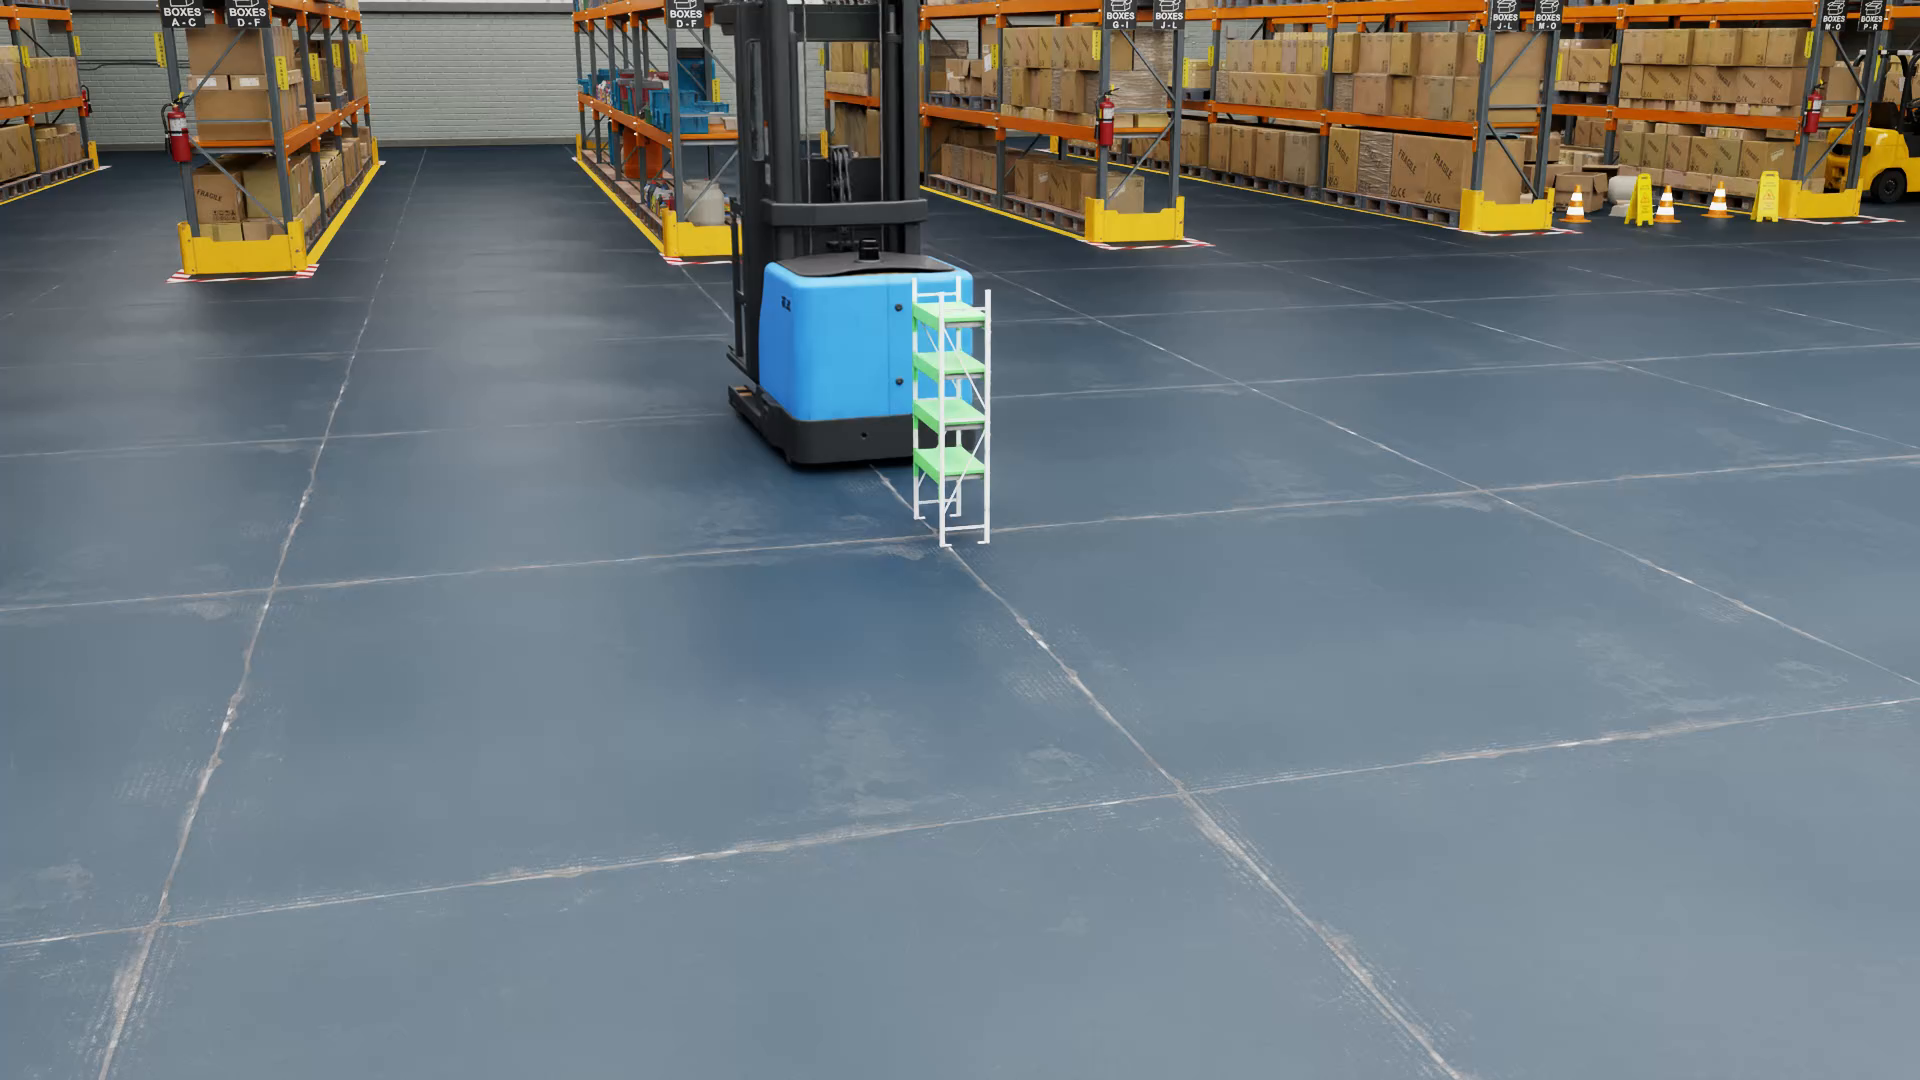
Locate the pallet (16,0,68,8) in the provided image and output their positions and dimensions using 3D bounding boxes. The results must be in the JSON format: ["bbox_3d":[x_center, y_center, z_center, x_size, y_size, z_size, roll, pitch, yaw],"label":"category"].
[{"bbox_3d":[-16.362,-9.467,29.195,1.003,0.211,1.213,-5,17,-15],"label":"pallet"}]

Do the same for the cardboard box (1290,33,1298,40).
[{"bbox_3d":[7.263,-10.734,35.433,0.380,0.149,0.250,-5,18,-17],"label":"cardboard box"}]

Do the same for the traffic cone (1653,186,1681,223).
[{"bbox_3d":[9.305,-4.430,21.896,0.336,0.463,0.334,-5,17,-15],"label":"traffic cone"}]

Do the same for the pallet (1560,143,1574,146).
[{"bbox_3d":[12.924,-8.377,35.474,1.003,0.211,1.213,-5,17,-15],"label":"pallet"}]

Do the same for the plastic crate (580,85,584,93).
[{"bbox_3d":[-7.104,-8.586,31.675,0.250,0.136,0.298,-5,17,-15],"label":"plastic crate"}]

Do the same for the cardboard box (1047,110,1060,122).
[{"bbox_3d":[1.319,-5.375,21.070,0.380,0.149,0.250,-5,17,-15],"label":"cardboard box"}]

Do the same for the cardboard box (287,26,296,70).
[{"bbox_3d":[-8.388,-5.898,19.943,0.700,0.500,0.500,-5,17,-15],"label":"cardboard box"}]

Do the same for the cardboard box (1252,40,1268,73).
[{"bbox_3d":[5.105,-7.724,26.539,0.700,0.500,0.500,-5,17,-16],"label":"cardboard box"}]

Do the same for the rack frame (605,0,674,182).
[{"bbox_3d":[-4.852,-6.848,25.535,1.000,3.000,0.127,-5,17,-15],"label":"rack frame"}]

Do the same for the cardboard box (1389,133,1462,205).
[{"bbox_3d":[6.412,-5.000,22.346,0.875,0.875,0.875,-5,17,-16],"label":"cardboard box"}]

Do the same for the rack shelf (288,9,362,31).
[{"bbox_3d":[-11.264,-9.209,29.432,1.077,0.370,4.000,-5,17,-15],"label":"rack shelf"}]

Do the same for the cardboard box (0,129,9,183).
[{"bbox_3d":[-14.688,-5.693,24.696,0.750,0.750,0.750,-5,17,-16],"label":"cardboard box"}]

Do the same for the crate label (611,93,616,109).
[{"bbox_3d":[-5.096,-6.621,25.072,0.303,0.233,0.416,-5,17,-15],"label":"crate label"}]

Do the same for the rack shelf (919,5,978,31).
[{"bbox_3d":[-0.639,-8.885,28.352,1.077,0.370,4.000,-5,17,-15],"label":"rack shelf"}]

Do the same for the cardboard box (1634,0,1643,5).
[{"bbox_3d":[10.387,-8.126,25.013,0.380,0.149,0.250,-5,17,-16],"label":"cardboard box"}]

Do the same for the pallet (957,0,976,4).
[{"bbox_3d":[0.655,-7.945,24.301,1.213,0.211,1.003,-5,17,-15],"label":"pallet"}]

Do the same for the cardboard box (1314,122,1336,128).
[{"bbox_3d":[8.024,-8.533,34.869,0.875,0.438,0.875,-5,17,-17],"label":"cardboard box"}]

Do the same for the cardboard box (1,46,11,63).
[{"bbox_3d":[-14.971,-7.479,25.607,0.500,0.250,0.500,-4,17,-14],"label":"cardboard box"}]

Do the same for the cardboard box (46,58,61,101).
[{"bbox_3d":[-16.015,-7.869,28.413,0.980,0.700,0.700,-6,18,-18],"label":"cardboard box"}]

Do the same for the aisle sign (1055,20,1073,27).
[{"bbox_3d":[2.200,-11.058,35.032,0.394,0.787,0.004,-5,17,-15],"label":"aisle sign"}]

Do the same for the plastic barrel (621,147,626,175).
[{"bbox_3d":[-5.243,-6.141,26.775,0.421,0.512,0.421,0,17,0],"label":"plastic barrel"}]

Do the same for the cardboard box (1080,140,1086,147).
[{"bbox_3d":[2.682,-8.130,34.028,0.380,0.149,0.250,-6,18,-18],"label":"cardboard box"}]

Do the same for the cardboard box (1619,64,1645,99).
[{"bbox_3d":[10.391,-6.963,25.228,0.500,0.500,0.500,-5,17,-15],"label":"cardboard box"}]

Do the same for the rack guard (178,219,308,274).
[{"bbox_3d":[-7.410,-3.041,17.205,1.175,0.500,0.348,-5,17,-15],"label":"rack guard"}]

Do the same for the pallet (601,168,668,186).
[{"bbox_3d":[-5.440,-6.064,27.772,1.003,0.211,1.213,-5,17,-15],"label":"pallet"}]

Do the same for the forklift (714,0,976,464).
[{"bbox_3d":[-0.853,-2.203,10.191,1.130,2.935,3.031,-5,18,-17],"label":"forklift"}]

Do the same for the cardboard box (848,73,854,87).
[{"bbox_3d":[-1.847,-8.802,31.784,0.500,0.250,0.500,-4,17,-14],"label":"cardboard box"}]

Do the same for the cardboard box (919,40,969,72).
[{"bbox_3d":[-0.275,-7.971,27.357,0.797,0.503,0.637,-4,17,-13],"label":"cardboard box"}]

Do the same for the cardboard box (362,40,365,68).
[{"bbox_3d":[-11.427,-9.095,31.106,0.500,0.500,0.500,-5,17,-16],"label":"cardboard box"}]

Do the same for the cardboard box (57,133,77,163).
[{"bbox_3d":[-16.150,-6.957,29.514,0.700,0.500,0.500,-5,17,-15],"label":"cardboard box"}]

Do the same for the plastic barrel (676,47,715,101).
[{"bbox_3d":[-3.567,-6.112,22.215,0.600,0.901,0.708,-5,17,-15],"label":"plastic barrel"}]

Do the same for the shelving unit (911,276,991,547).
[{"bbox_3d":[-0.045,-0.620,7.932,0.258,1.200,0.503,-5,17,-15],"label":"shelving unit"}]

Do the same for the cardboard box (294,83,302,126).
[{"bbox_3d":[-8.388,-5.276,20.130,0.700,0.500,0.500,-5,17,-17],"label":"cardboard box"}]

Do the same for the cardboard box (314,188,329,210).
[{"bbox_3d":[-8.389,-4.366,21.323,0.500,0.250,0.500,-5,17,-17],"label":"cardboard box"}]

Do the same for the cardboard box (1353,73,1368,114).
[{"bbox_3d":[6.093,-6.318,23.509,0.875,0.550,0.550,-5,17,-15],"label":"cardboard box"}]

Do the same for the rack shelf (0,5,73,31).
[{"bbox_3d":[-16.026,-8.816,28.124,1.077,0.370,4.000,-5,17,-15],"label":"rack shelf"}]

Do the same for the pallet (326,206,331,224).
[{"bbox_3d":[-8.756,-4.216,21.621,1.003,0.211,1.213,-5,17,-15],"label":"pallet"}]

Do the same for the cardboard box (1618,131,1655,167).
[{"bbox_3d":[10.441,-5.975,25.376,0.500,0.500,0.500,-4,17,-13],"label":"cardboard box"}]

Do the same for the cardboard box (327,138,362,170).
[{"bbox_3d":[-10.303,-6.463,27.835,0.500,0.500,0.500,-5,17,-16],"label":"cardboard box"}]

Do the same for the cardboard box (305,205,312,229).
[{"bbox_3d":[-7.761,-3.710,19.137,0.500,0.250,0.500,-5,17,-15],"label":"cardboard box"}]

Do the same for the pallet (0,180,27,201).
[{"bbox_3d":[-14.853,-5.290,25.196,1.003,0.211,1.213,-5,17,-15],"label":"pallet"}]

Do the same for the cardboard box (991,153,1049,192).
[{"bbox_3d":[0.862,-5.318,24.023,0.700,0.500,0.500,-6,18,-20],"label":"cardboard box"}]

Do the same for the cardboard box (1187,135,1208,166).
[{"bbox_3d":[4.275,-6.769,28.887,0.500,0.500,0.500,-5,17,-16],"label":"cardboard box"}]

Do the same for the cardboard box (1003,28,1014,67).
[{"bbox_3d":[0.889,-6.658,22.473,0.500,0.500,0.500,-5,17,-15],"label":"cardboard box"}]

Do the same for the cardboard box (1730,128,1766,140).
[{"bbox_3d":[11.001,-5.661,23.203,0.380,0.149,0.250,-4,17,-14],"label":"cardboard box"}]

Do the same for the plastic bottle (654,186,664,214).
[{"bbox_3d":[-3.710,-4.206,20.580,0.144,0.351,0.185,-4,17,-13],"label":"plastic bottle"}]

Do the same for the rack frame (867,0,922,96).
[{"bbox_3d":[-1.189,-8.346,30.522,1.000,3.000,0.127,-5,17,-15],"label":"rack frame"}]

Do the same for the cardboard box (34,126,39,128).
[{"bbox_3d":[-16.164,-7.075,28.777,0.380,0.149,0.250,-5,17,-15],"label":"cardboard box"}]

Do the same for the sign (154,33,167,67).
[{"bbox_3d":[-7.942,-4.873,16.537,0.100,0.325,0.005,-5,17,-15],"label":"sign"}]

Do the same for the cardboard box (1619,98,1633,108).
[{"bbox_3d":[10.317,-6.684,25.425,0.380,0.149,0.250,-5,17,-16],"label":"cardboard box"}]

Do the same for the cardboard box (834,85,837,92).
[{"bbox_3d":[-2.292,-8.994,33.116,0.380,0.149,0.250,-5,17,-16],"label":"cardboard box"}]

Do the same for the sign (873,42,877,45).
[{"bbox_3d":[-1.762,-10.159,34.135,0.100,0.325,0.005,-5,17,-15],"label":"sign"}]

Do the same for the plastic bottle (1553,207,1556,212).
[{"bbox_3d":[8.192,-4.638,23.286,0.133,0.061,0.283,-12,20,-34],"label":"plastic bottle"}]

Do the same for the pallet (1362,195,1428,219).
[{"bbox_3d":[6.279,-4.607,22.922,1.003,0.211,1.213,-5,17,-15],"label":"pallet"}]
